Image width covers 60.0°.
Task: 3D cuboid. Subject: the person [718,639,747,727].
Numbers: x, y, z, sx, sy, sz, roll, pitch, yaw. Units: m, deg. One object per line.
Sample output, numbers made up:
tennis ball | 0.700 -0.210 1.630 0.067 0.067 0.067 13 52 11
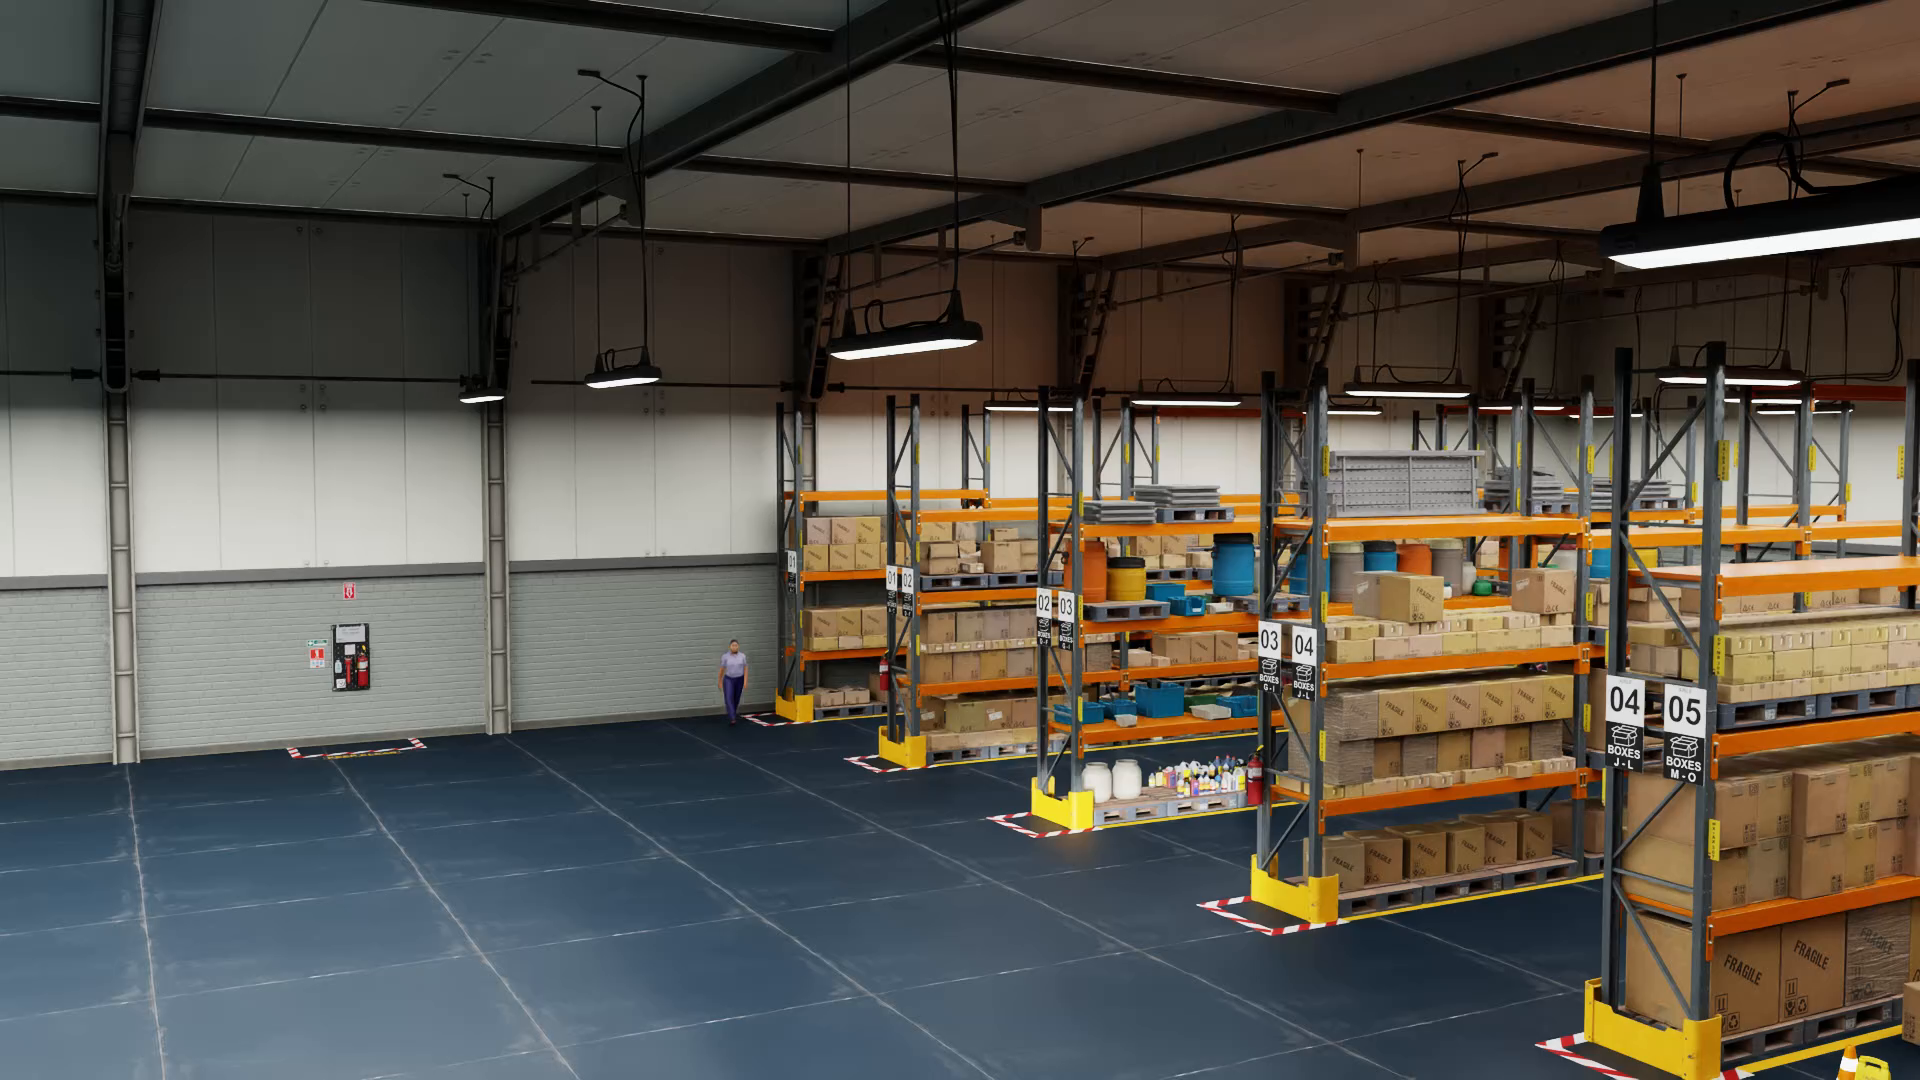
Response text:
person | -4.152 2.618 30.536 0.535 1.586 1.020 -2 4 -30
